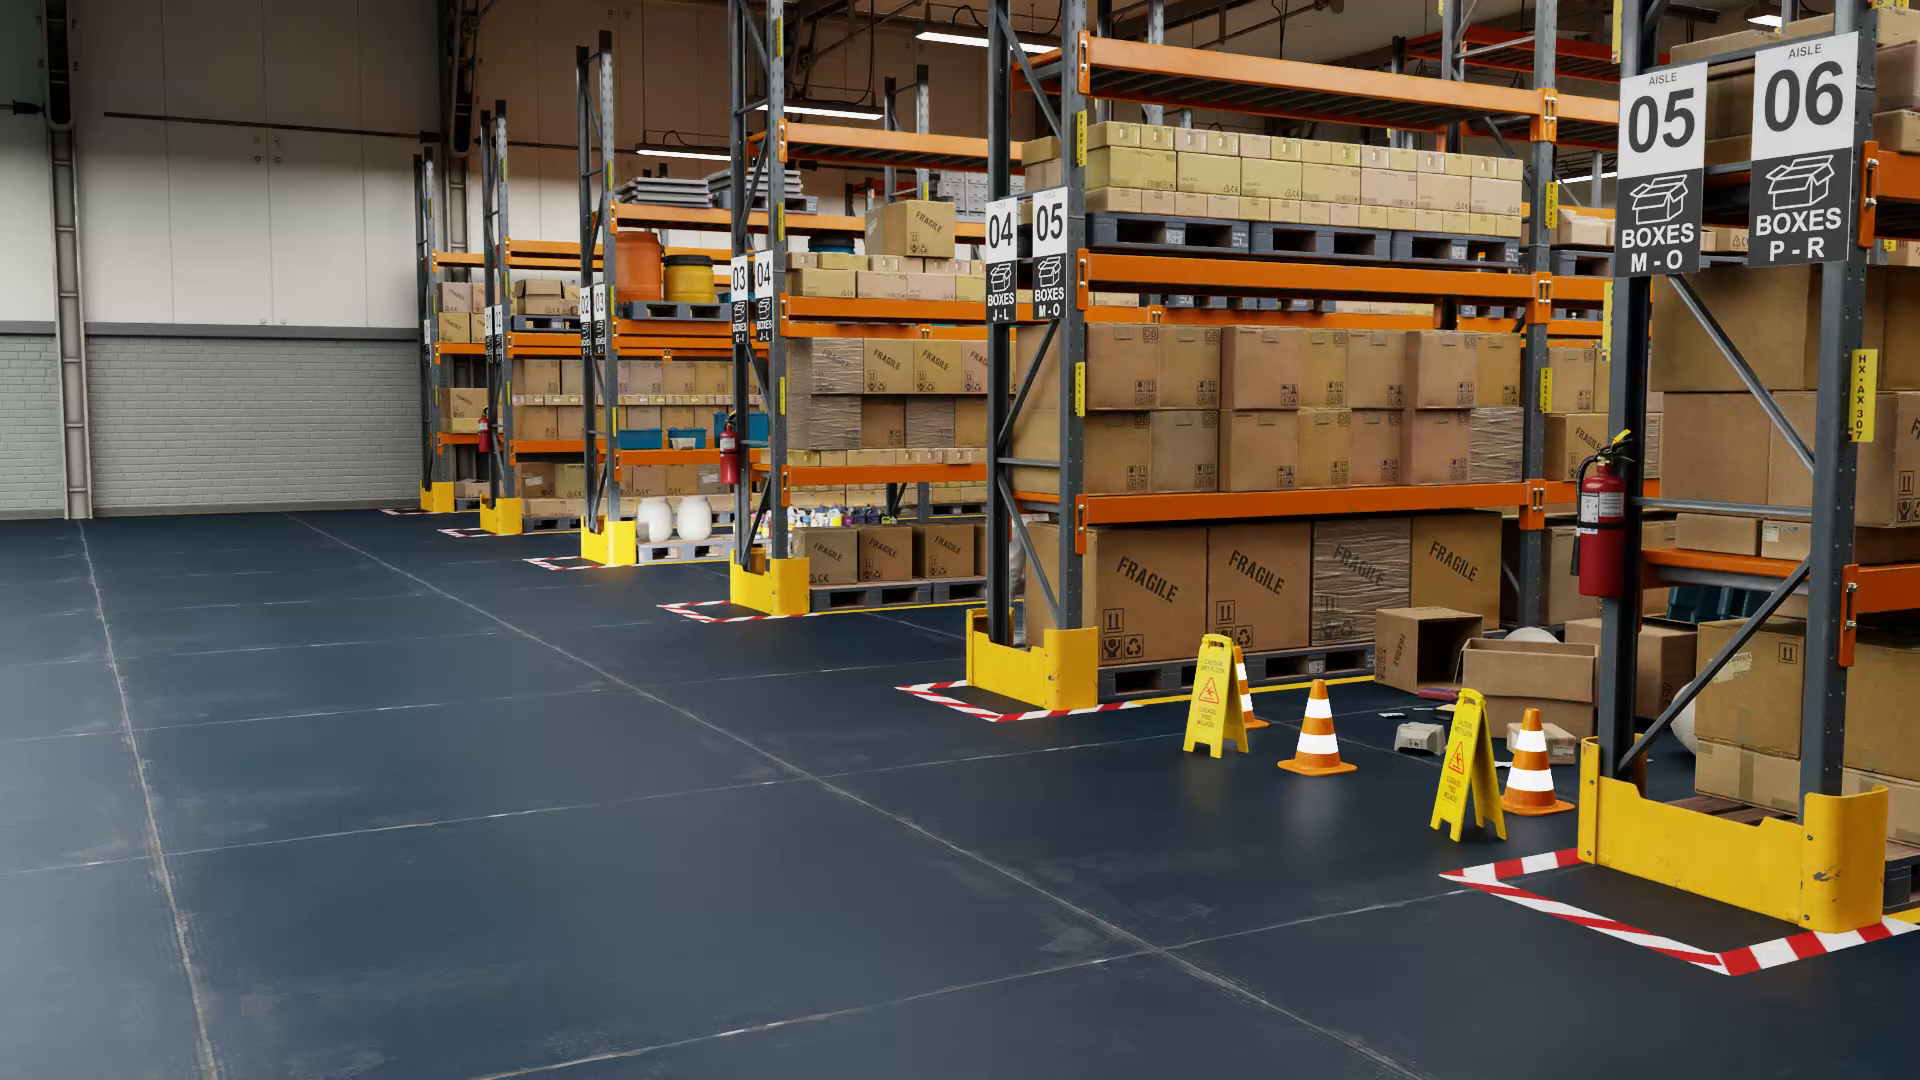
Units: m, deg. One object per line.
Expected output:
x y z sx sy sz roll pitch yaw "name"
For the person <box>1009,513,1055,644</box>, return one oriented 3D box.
0.509 -0.081 13.027 0.546 1.778 0.356 -3 6 -27 "person"
